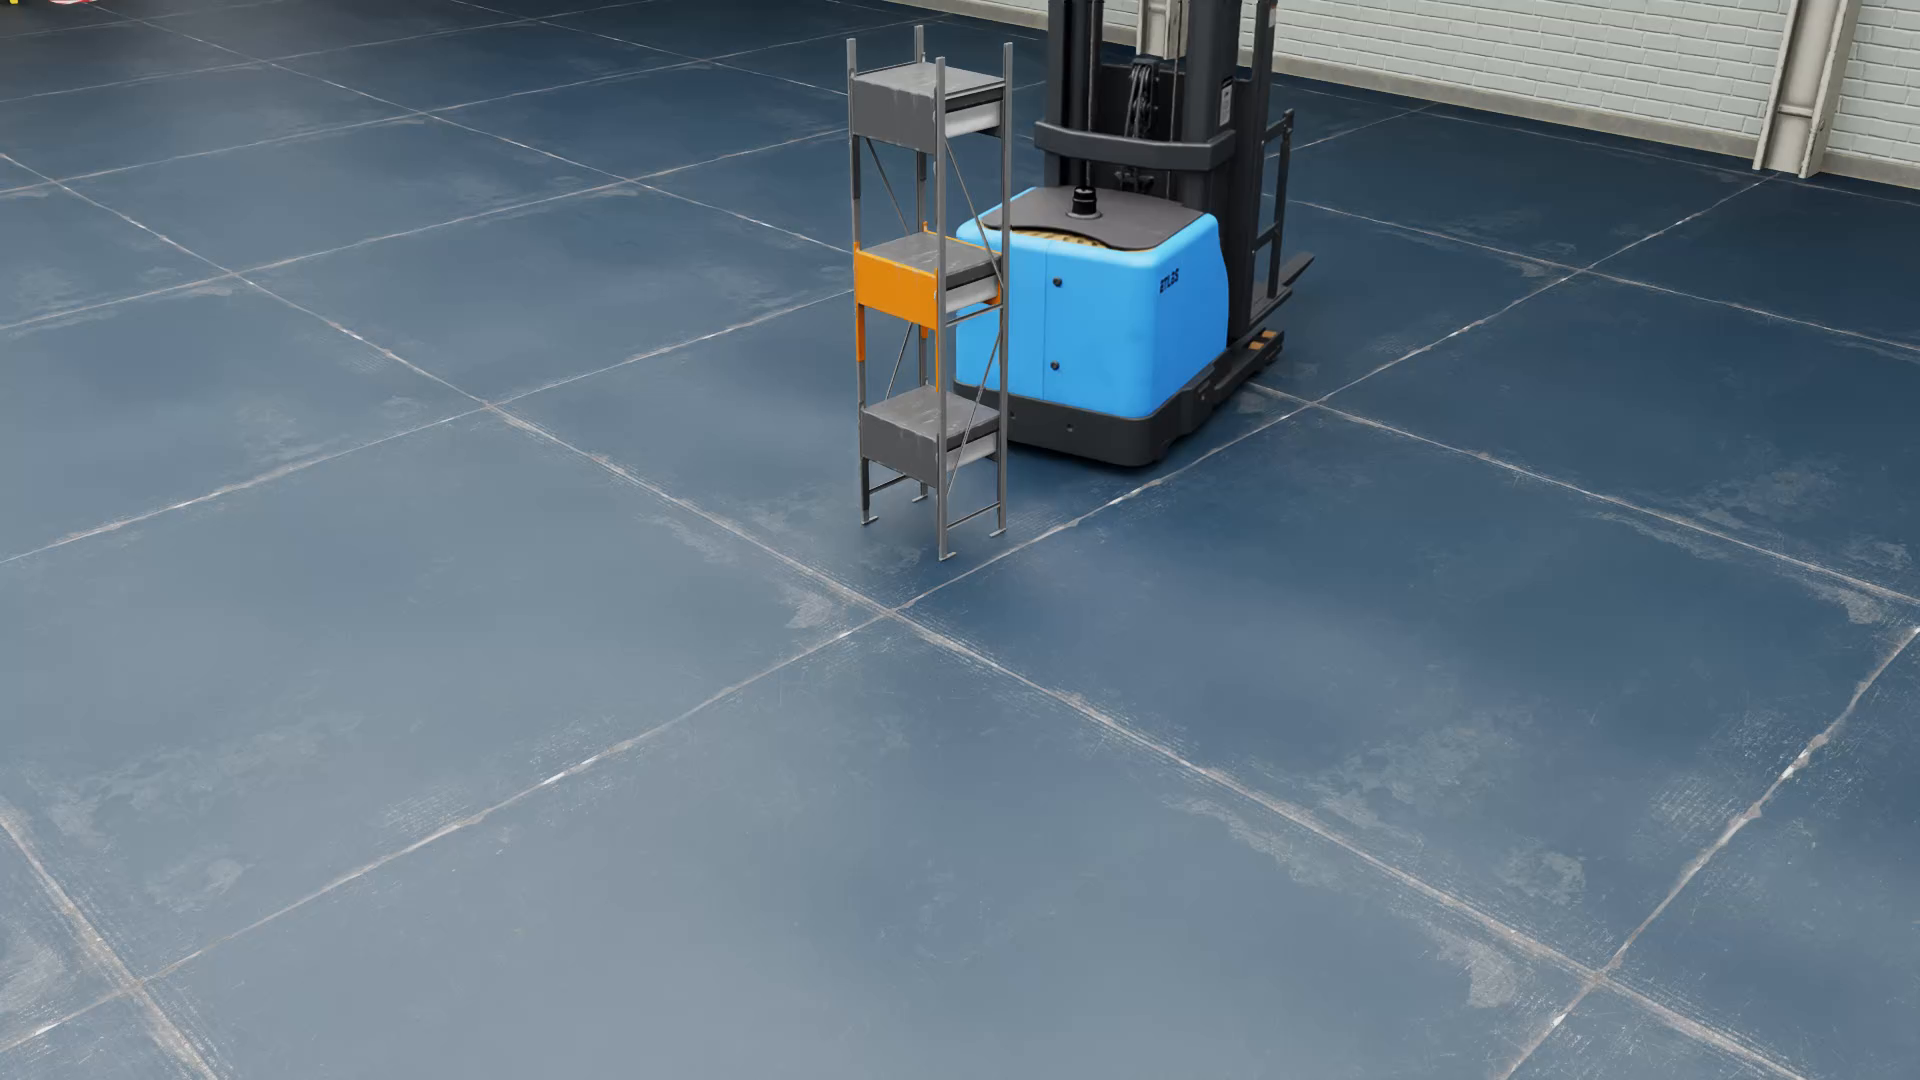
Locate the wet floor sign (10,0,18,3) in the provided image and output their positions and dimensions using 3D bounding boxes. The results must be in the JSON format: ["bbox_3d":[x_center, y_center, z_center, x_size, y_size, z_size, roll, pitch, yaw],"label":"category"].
[{"bbox_3d":[-10.811,-6.370,18.670,0.267,0.644,0.232,-13,30,-22],"label":"wet floor sign"}]

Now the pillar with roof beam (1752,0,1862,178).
[{"bbox_3d":[3.234,-5.357,7.769,0.400,9.000,9.100,25,36,38],"label":"pillar with roof beam"}]

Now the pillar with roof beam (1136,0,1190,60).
[{"bbox_3d":[-1.044,-7.315,11.492,0.400,9.000,9.100,25,36,38],"label":"pillar with roof beam"}]

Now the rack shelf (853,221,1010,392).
[{"bbox_3d":[-0.118,-0.971,6.870,0.480,0.518,0.431,25,36,38],"label":"rack shelf"}]

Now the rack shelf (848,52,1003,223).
[{"bbox_3d":[-0.118,-1.591,6.545,0.480,0.518,0.431,25,36,38],"label":"rack shelf"}]

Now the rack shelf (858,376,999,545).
[{"bbox_3d":[-0.118,-0.352,7.196,0.480,0.518,0.431,25,36,38],"label":"rack shelf"}]

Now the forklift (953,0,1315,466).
[{"bbox_3d":[1.121,-2.292,8.460,1.130,2.935,3.031,14,31,25],"label":"forklift"}]

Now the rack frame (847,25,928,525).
[{"bbox_3d":[-0.292,-1.063,7.015,0.015,2.100,0.400,25,36,38],"label":"rack frame"}]

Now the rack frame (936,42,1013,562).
[{"bbox_3d":[0.056,-0.904,6.713,0.015,2.100,0.400,25,36,38],"label":"rack frame"}]

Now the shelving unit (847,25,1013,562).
[{"bbox_3d":[-0.118,-0.983,6.864,0.503,2.100,0.431,25,36,38],"label":"shelving unit"}]
